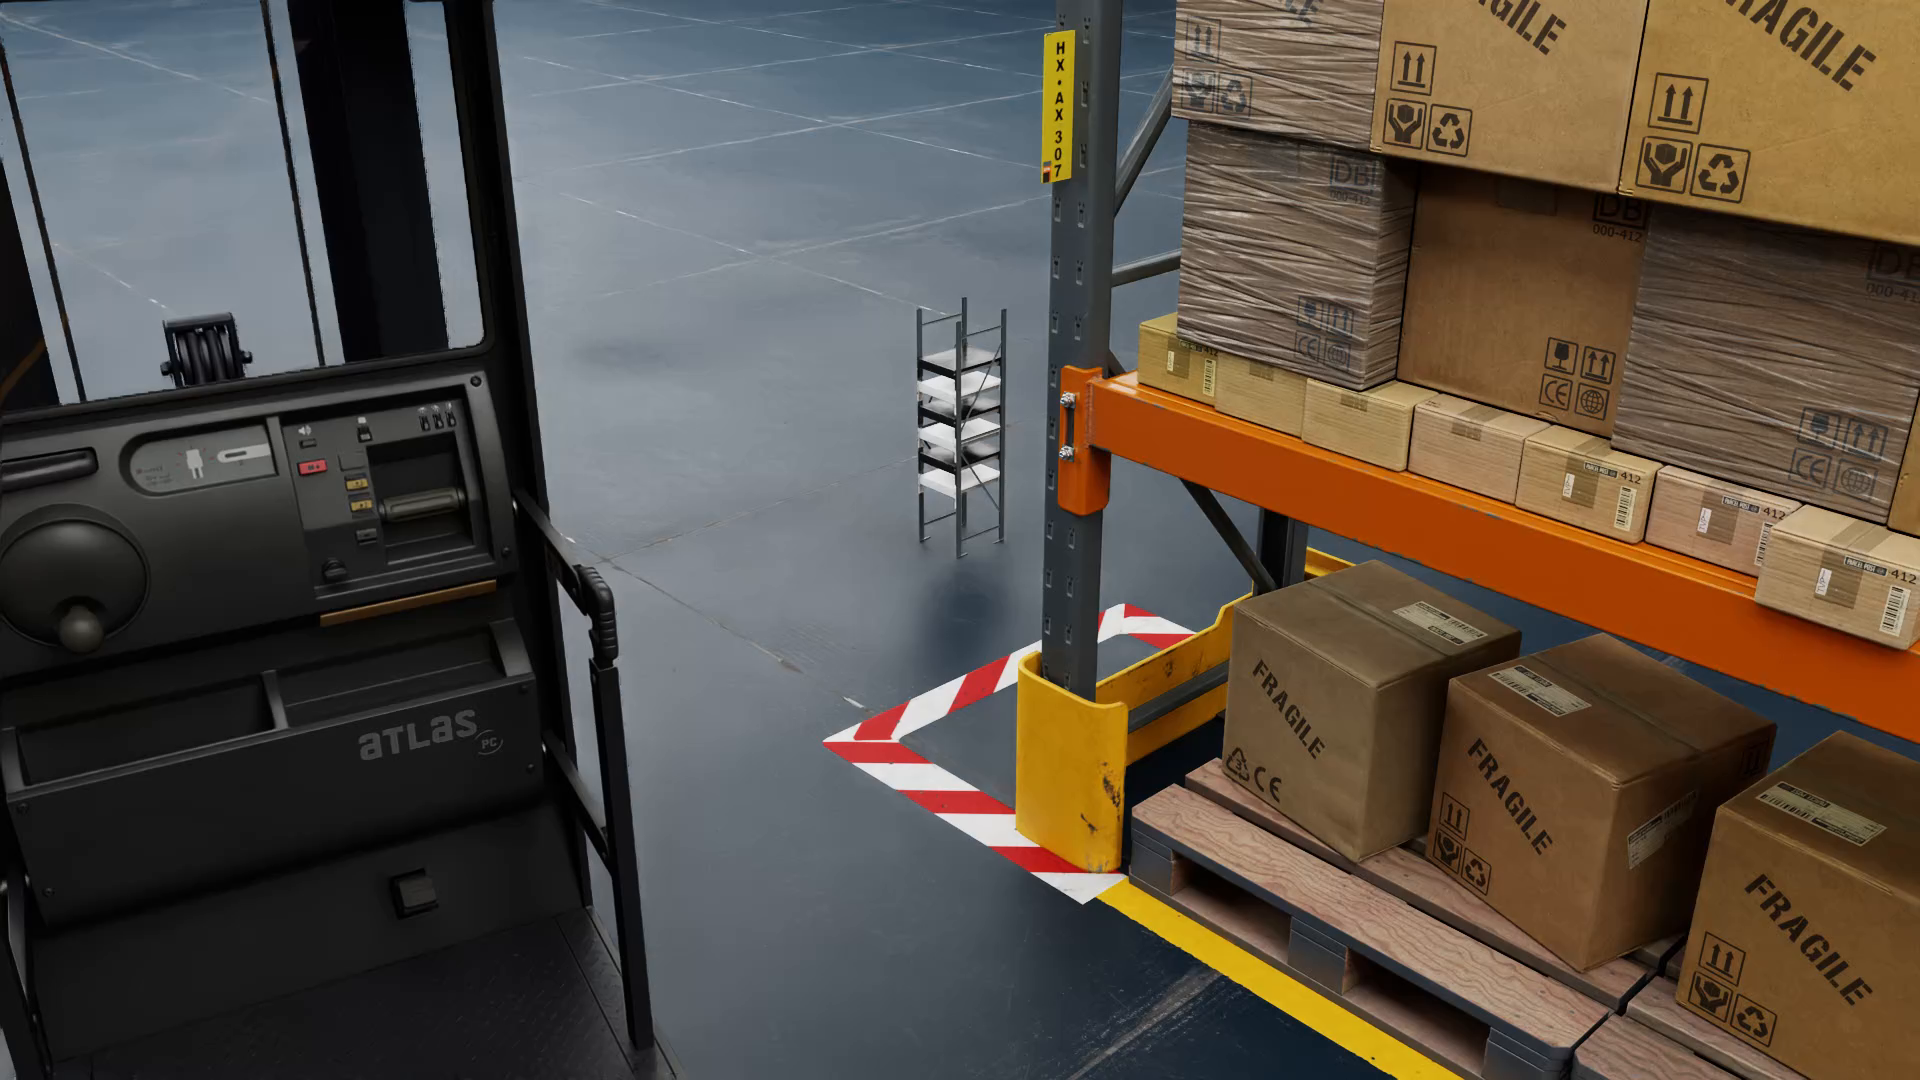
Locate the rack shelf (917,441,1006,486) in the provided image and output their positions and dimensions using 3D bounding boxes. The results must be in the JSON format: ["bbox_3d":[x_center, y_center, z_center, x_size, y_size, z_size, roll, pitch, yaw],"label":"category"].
[{"bbox_3d":[0.006,-0.295,6.109,0.258,0.077,0.200,-21,32,-38],"label":"rack shelf"}]

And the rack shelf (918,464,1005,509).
[{"bbox_3d":[0.006,-0.213,6.146,0.258,0.077,0.200,-21,32,-38],"label":"rack shelf"}]

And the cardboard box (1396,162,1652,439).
[{"bbox_3d":[1.402,-0.612,3.499,0.875,0.500,0.500,-21,32,-38],"label":"cardboard box"}]

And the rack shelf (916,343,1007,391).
[{"bbox_3d":[0.006,-0.622,5.960,0.258,0.077,0.200,-21,32,-38],"label":"rack shelf"}]

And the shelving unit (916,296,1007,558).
[{"bbox_3d":[0.006,-0.407,6.058,0.258,0.900,0.210,-21,32,-38],"label":"shelving unit"}]

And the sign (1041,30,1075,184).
[{"bbox_3d":[0.221,-0.963,3.704,0.100,0.325,0.005,-21,32,-38],"label":"sign"}]

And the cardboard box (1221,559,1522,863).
[{"bbox_3d":[1.031,0.417,4.227,0.500,0.500,0.500,-15,28,-29],"label":"cardboard box"}]

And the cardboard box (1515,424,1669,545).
[{"bbox_3d":[1.306,-0.146,3.259,0.380,0.149,0.250,-21,32,-38],"label":"cardboard box"}]

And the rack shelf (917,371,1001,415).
[{"bbox_3d":[0.006,-0.540,5.997,0.258,0.077,0.200,-21,32,-38],"label":"rack shelf"}]

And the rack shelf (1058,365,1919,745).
[{"bbox_3d":[1.984,0.210,3.042,1.077,0.370,4.000,-21,32,-38],"label":"rack shelf"}]

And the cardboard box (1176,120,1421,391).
[{"bbox_3d":[0.973,-0.729,3.756,0.875,0.500,0.500,-21,32,-38],"label":"cardboard box"}]

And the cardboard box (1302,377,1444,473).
[{"bbox_3d":[0.954,-0.294,3.582,0.380,0.149,0.250,-21,32,-38],"label":"cardboard box"}]

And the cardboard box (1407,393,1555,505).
[{"bbox_3d":[1.140,-0.224,3.429,0.380,0.149,0.250,-21,32,-38],"label":"cardboard box"}]

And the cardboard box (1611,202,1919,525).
[{"bbox_3d":[1.712,-0.448,3.140,0.875,0.500,0.500,-21,32,-38],"label":"cardboard box"}]

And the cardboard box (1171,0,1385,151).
[{"bbox_3d":[0.794,-1.115,3.396,0.500,0.500,0.500,-21,32,-38],"label":"cardboard box"}]

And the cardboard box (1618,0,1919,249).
[{"bbox_3d":[1.473,-0.810,2.729,0.500,0.500,0.500,-21,32,-38],"label":"cardboard box"}]

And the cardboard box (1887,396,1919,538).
[{"bbox_3d":[2.045,-0.293,2.800,0.875,0.500,0.500,-21,32,-38],"label":"cardboard box"}]

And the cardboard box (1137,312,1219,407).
[{"bbox_3d":[0.638,-0.455,3.936,0.380,0.149,0.250,-21,32,-38],"label":"cardboard box"}]

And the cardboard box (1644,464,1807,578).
[{"bbox_3d":[1.497,-0.078,3.110,0.380,0.149,0.250,-21,32,-38],"label":"cardboard box"}]

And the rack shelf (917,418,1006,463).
[{"bbox_3d":[0.006,-0.377,6.072,0.258,0.077,0.200,-21,32,-38],"label":"rack shelf"}]

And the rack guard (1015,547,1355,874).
[{"bbox_3d":[0.669,0.437,4.689,1.175,0.500,0.348,-21,32,-38],"label":"rack guard"}]

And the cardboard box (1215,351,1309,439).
[{"bbox_3d":[0.794,-0.374,3.758,0.380,0.149,0.250,-21,32,-38],"label":"cardboard box"}]

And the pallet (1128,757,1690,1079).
[{"bbox_3d":[1.198,0.825,4.188,1.003,0.211,1.213,-21,32,-38],"label":"pallet"}]

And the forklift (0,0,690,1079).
[{"bbox_3d":[-1.183,-0.029,2.782,1.130,2.935,3.031,-13,27,-25],"label":"forklift"}]

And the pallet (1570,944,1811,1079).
[{"bbox_3d":[2.028,1.194,3.378,1.003,0.211,1.213,-21,32,-38],"label":"pallet"}]

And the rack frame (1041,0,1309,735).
[{"bbox_3d":[0.617,-0.723,4.221,1.000,3.000,0.127,-21,32,-38],"label":"rack frame"}]

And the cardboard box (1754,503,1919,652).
[{"bbox_3d":[1.592,0.027,2.879,0.380,0.149,0.250,-21,32,-38],"label":"cardboard box"}]

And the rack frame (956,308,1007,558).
[{"bbox_3d":[0.075,-0.376,5.990,0.240,0.900,0.006,-21,32,-38],"label":"rack frame"}]

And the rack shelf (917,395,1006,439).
[{"bbox_3d":[0.006,-0.459,6.034,0.258,0.077,0.200,-21,32,-38],"label":"rack shelf"}]

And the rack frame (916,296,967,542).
[{"bbox_3d":[-0.064,-0.438,6.125,0.240,0.900,0.006,-21,32,-38],"label":"rack frame"}]

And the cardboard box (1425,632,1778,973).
[{"bbox_3d":[1.465,0.588,3.852,0.500,0.500,0.500,-12,27,-25],"label":"cardboard box"}]

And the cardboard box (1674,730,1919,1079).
[{"bbox_3d":[1.879,0.784,3.424,0.500,0.500,0.500,-18,30,-34],"label":"cardboard box"}]

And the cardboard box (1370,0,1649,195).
[{"bbox_3d":[1.130,-0.961,3.060,0.500,0.500,0.500,-21,32,-38],"label":"cardboard box"}]
